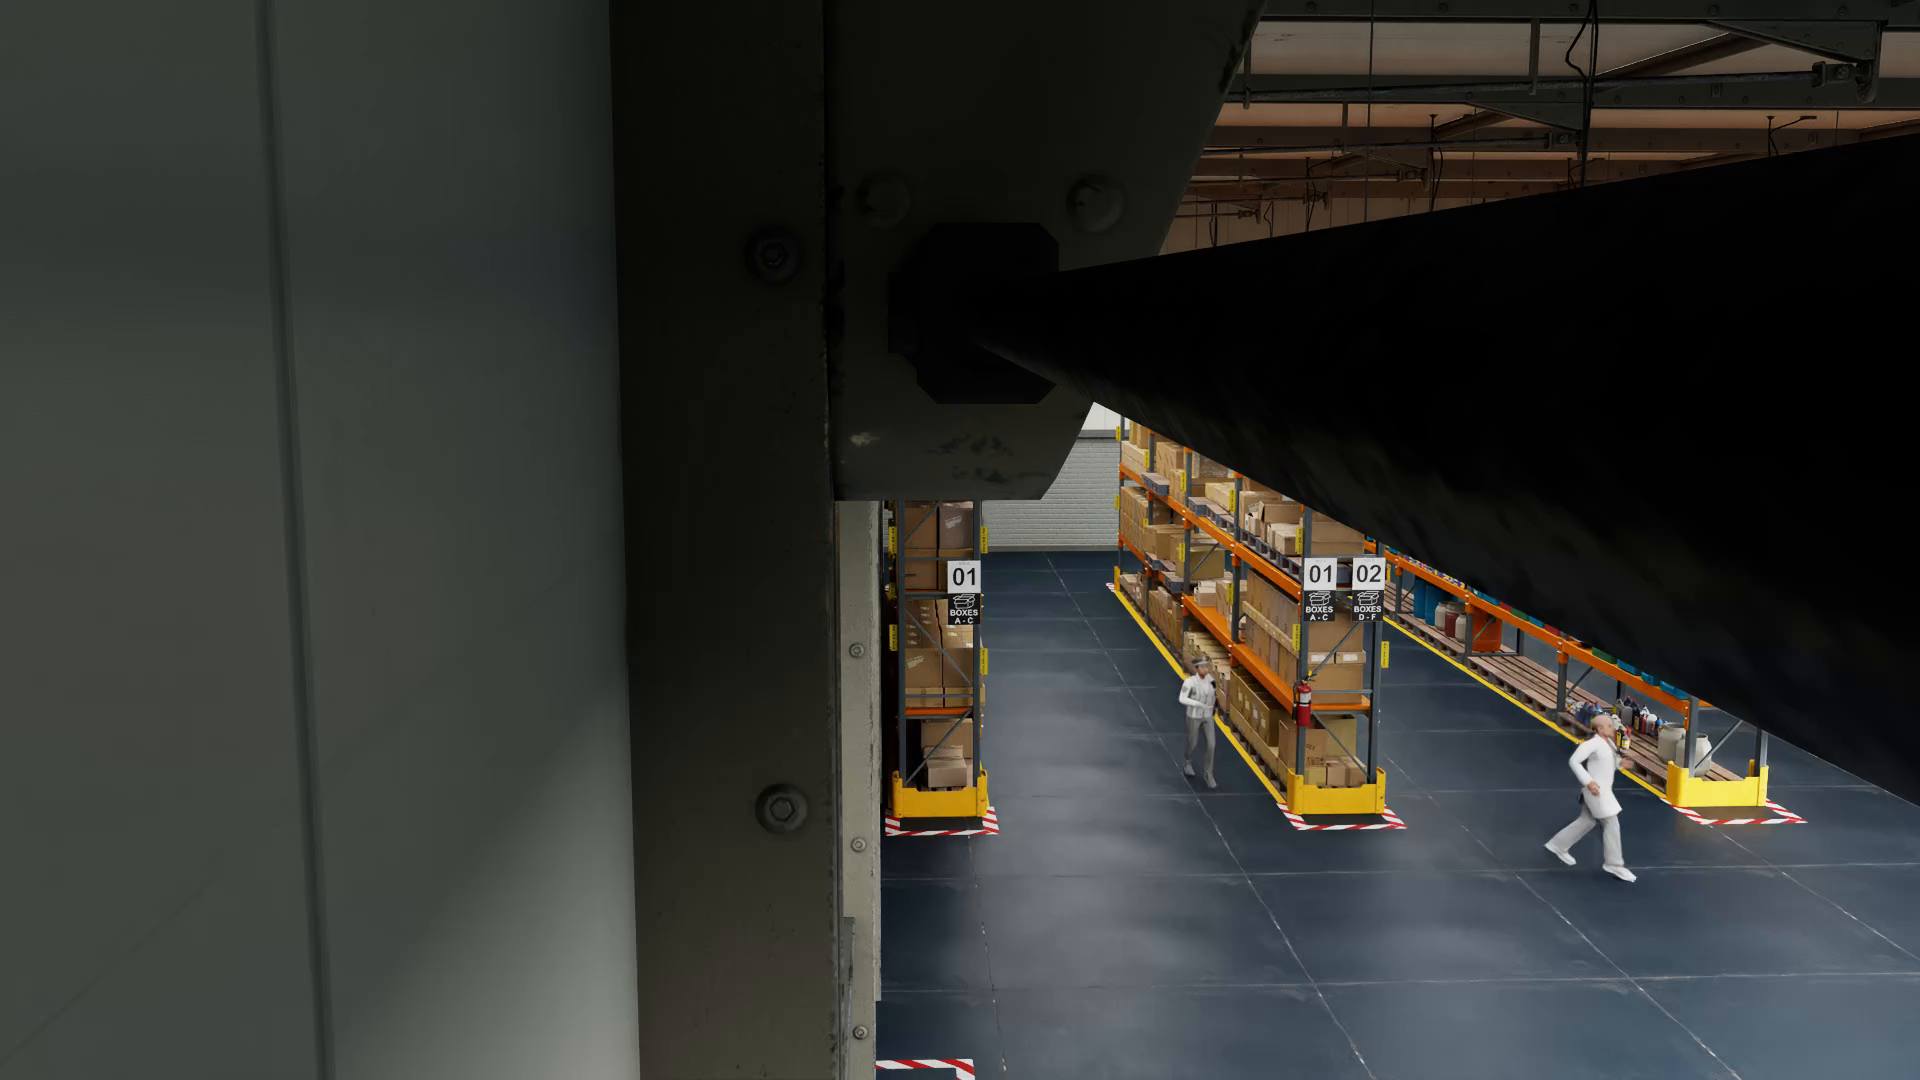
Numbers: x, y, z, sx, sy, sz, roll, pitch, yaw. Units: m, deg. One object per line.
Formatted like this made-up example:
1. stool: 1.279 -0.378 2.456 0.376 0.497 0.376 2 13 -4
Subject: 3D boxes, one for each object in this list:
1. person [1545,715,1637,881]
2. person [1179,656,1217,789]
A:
1. person: 7.030 2.810 18.418 0.981 1.814 0.680 4 9 25
2. person: 3.144 2.288 21.869 0.596 1.597 0.746 -2 8 -12
